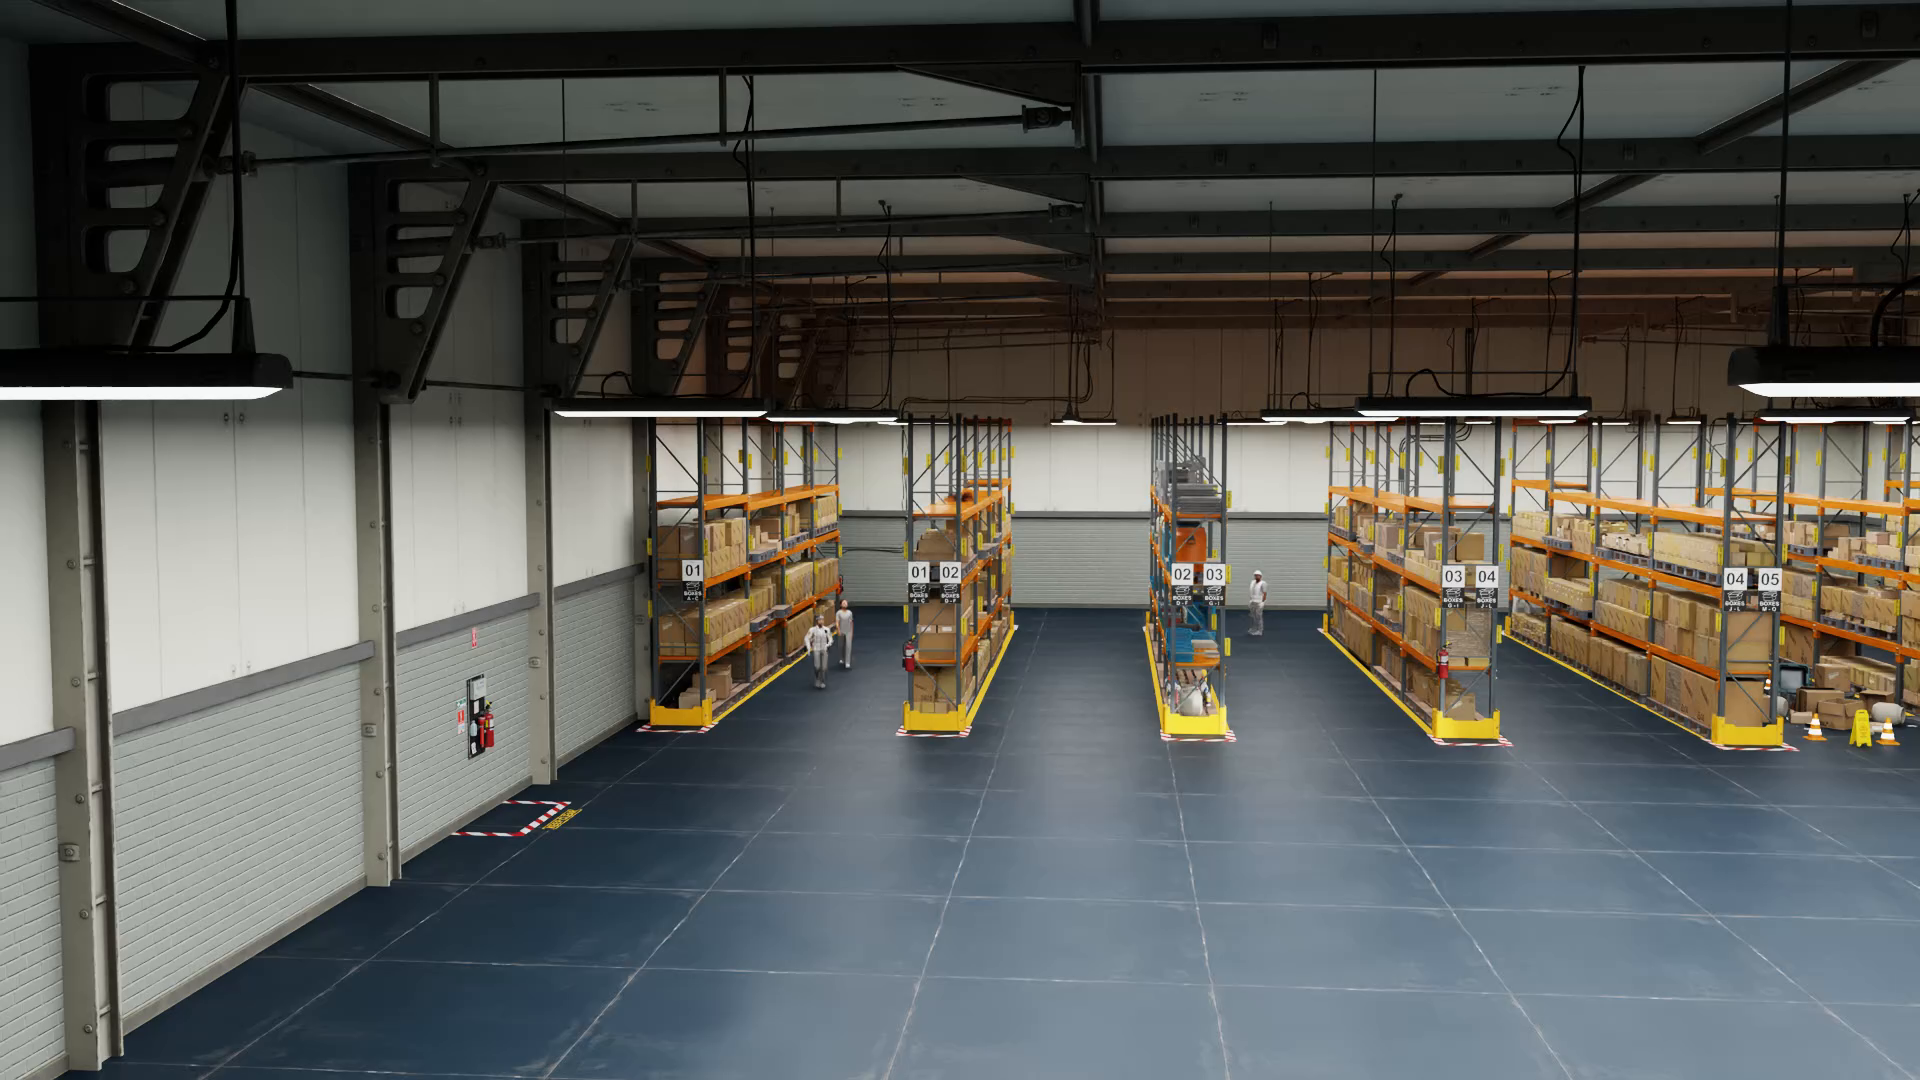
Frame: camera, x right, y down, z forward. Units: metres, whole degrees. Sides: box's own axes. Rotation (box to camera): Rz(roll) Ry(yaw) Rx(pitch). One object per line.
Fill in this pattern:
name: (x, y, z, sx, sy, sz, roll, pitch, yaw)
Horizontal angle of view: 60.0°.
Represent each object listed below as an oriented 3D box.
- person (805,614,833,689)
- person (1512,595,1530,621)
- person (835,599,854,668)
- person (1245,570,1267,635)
person: (-3.083, 2.444, 36.532, 0.626, 1.656, 0.497, -1, 4, -10)
person: (16.365, 1.553, 48.530, 1.056, 1.726, 0.606, -4, 5, -43)
person: (-2.768, 2.226, 39.869, 0.445, 1.614, 1.015, 0, 4, -3)
person: (8.188, 1.739, 46.026, 0.394, 1.816, 0.707, -1, 4, -19)
